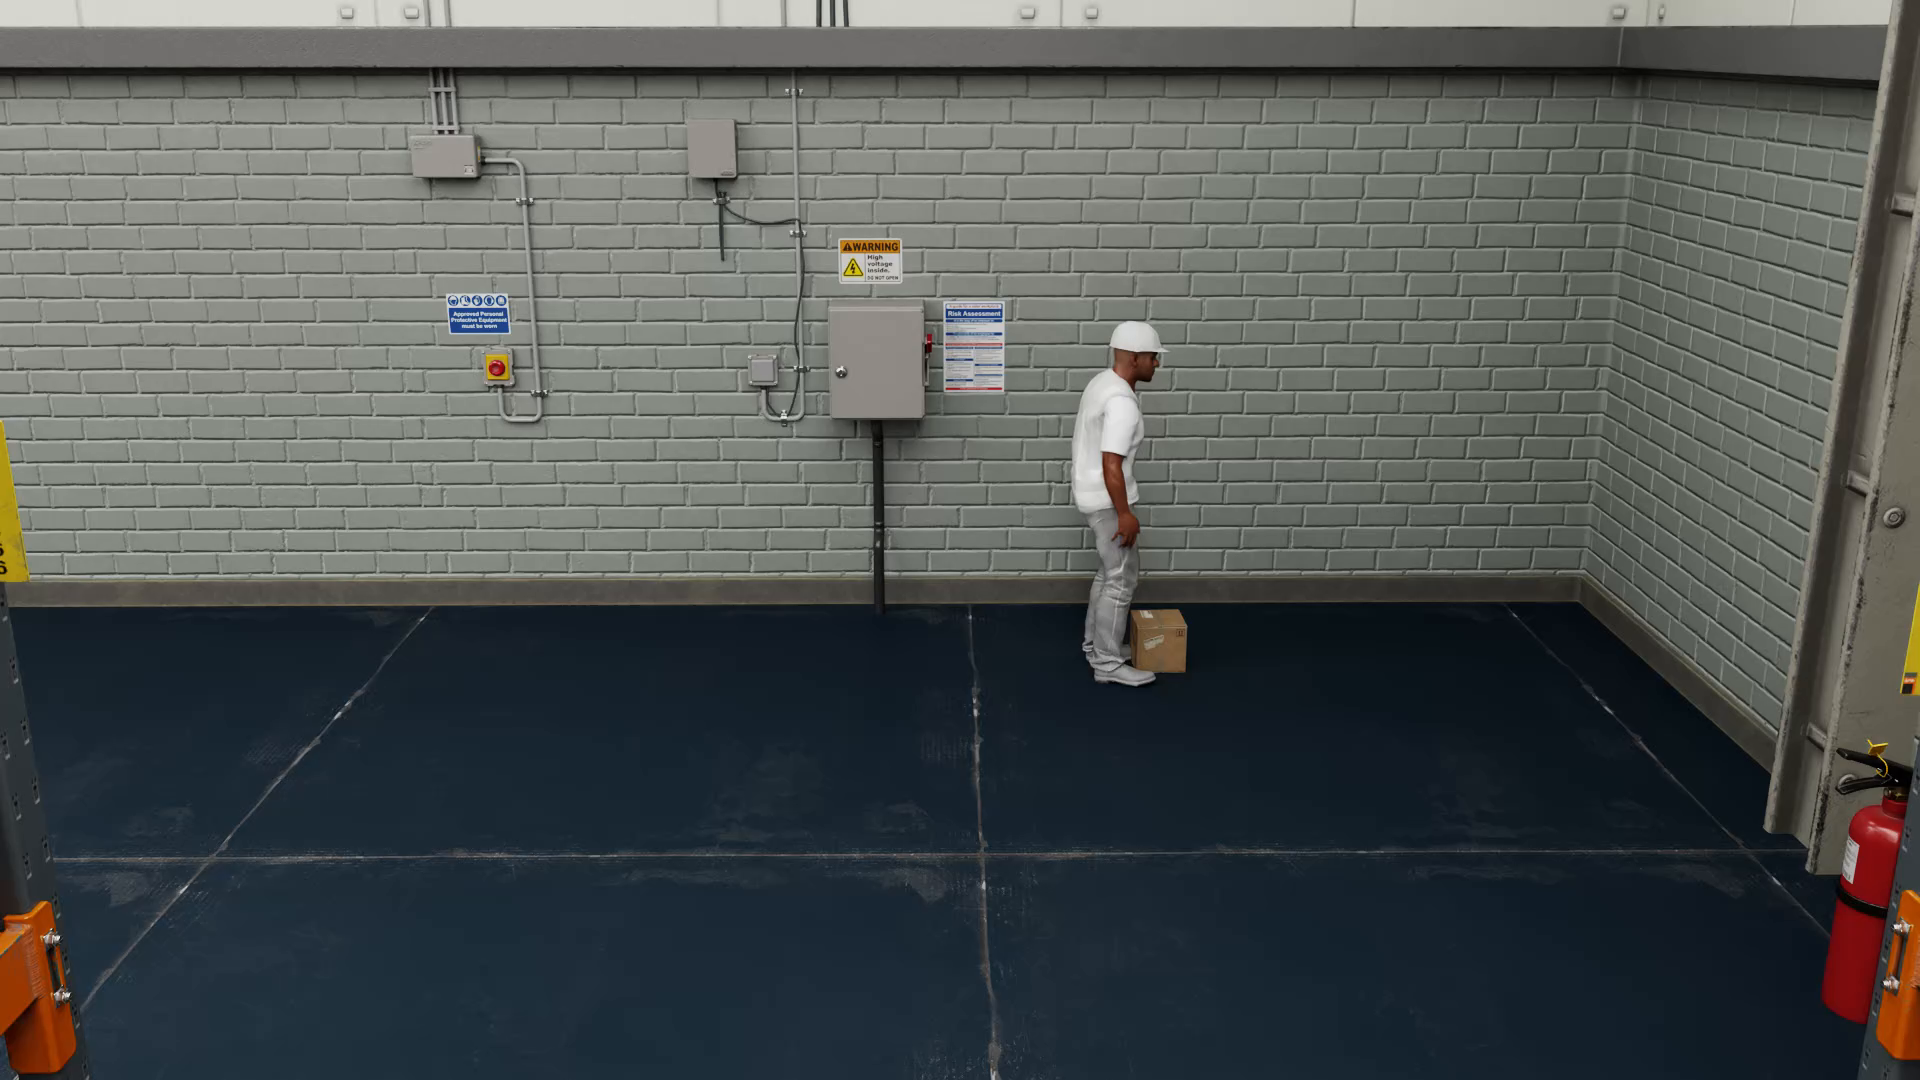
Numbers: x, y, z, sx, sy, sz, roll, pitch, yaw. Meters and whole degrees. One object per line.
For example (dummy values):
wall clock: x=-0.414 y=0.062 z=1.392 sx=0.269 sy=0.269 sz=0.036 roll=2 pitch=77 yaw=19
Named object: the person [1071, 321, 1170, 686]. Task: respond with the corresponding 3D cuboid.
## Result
person: x=0.774 y=-0.194 z=8.148 sx=0.459 sy=1.760 sz=0.627 roll=0 pitch=17 yaw=-1
